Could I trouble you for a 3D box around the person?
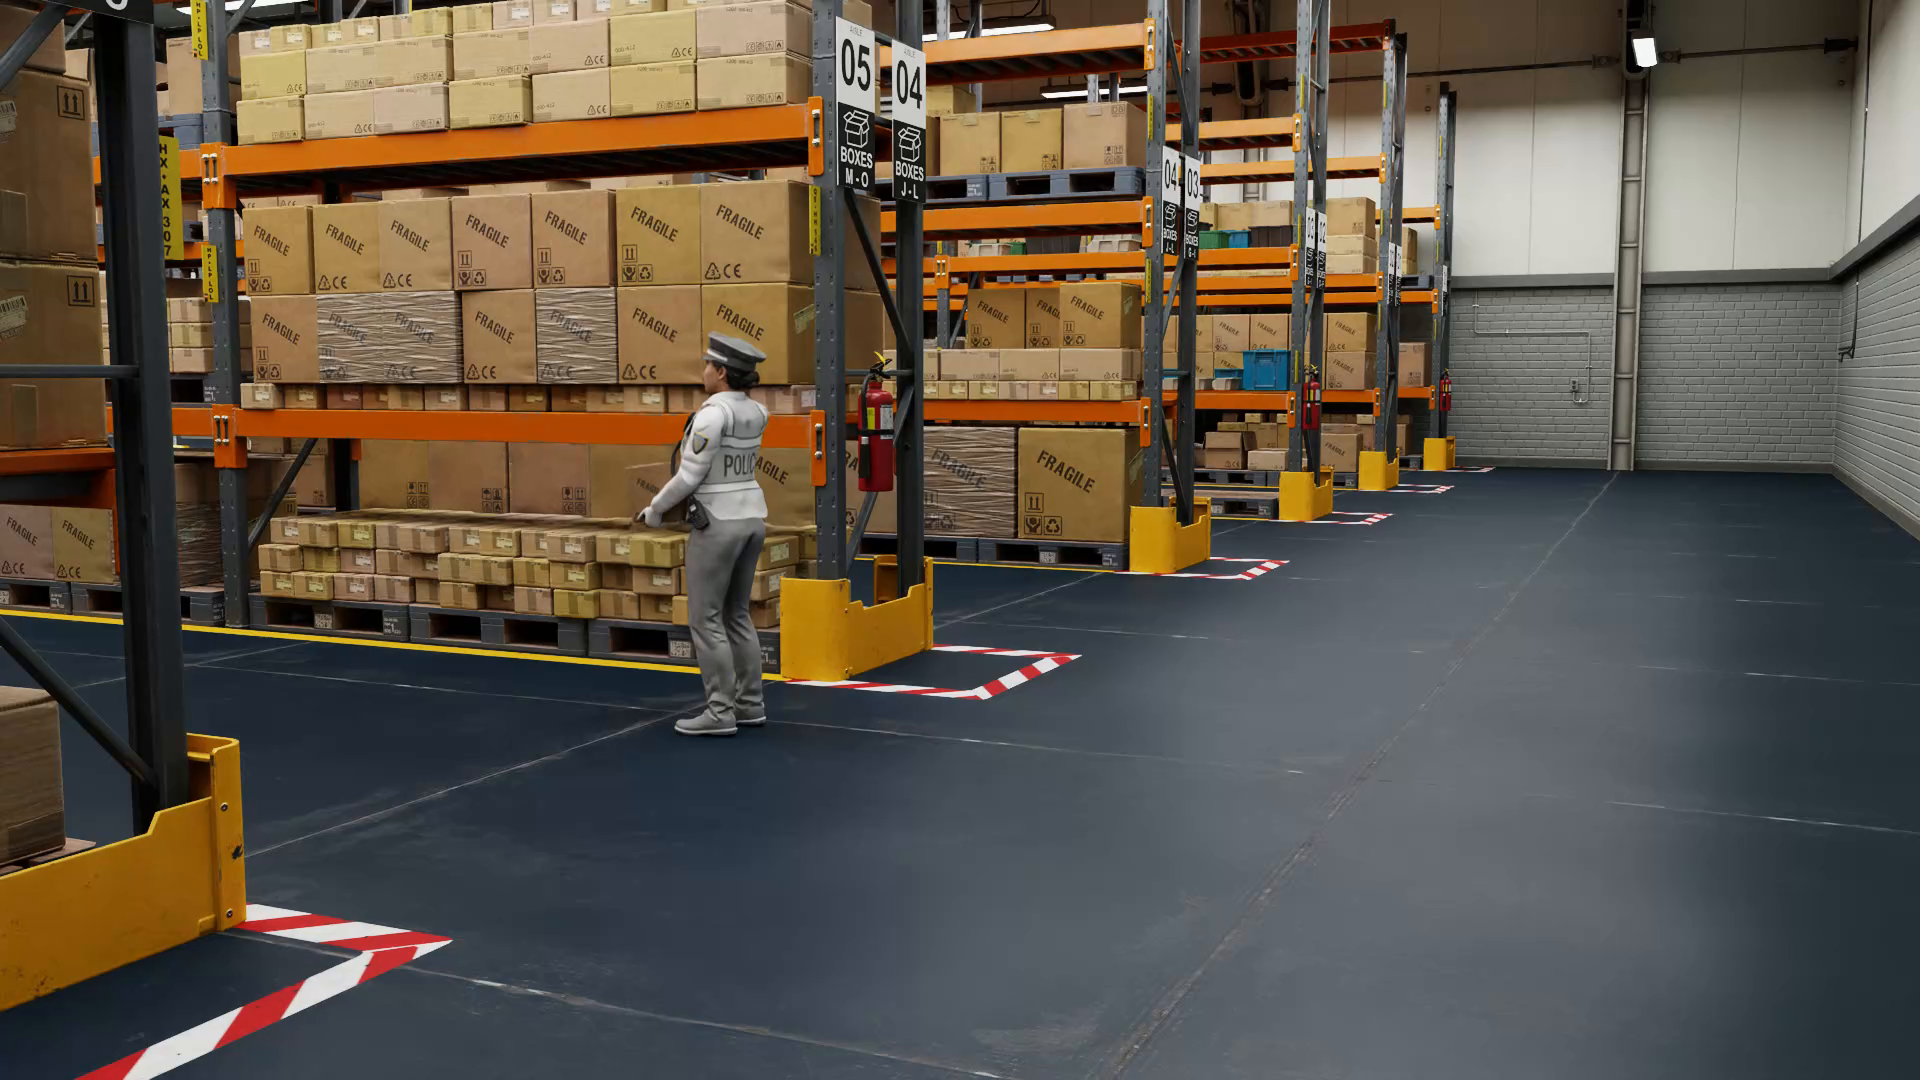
[{"bbox_3d":[-1.056,-0.034,7.017,0.540,1.689,0.460,3,6,24],"label":"person"}]
